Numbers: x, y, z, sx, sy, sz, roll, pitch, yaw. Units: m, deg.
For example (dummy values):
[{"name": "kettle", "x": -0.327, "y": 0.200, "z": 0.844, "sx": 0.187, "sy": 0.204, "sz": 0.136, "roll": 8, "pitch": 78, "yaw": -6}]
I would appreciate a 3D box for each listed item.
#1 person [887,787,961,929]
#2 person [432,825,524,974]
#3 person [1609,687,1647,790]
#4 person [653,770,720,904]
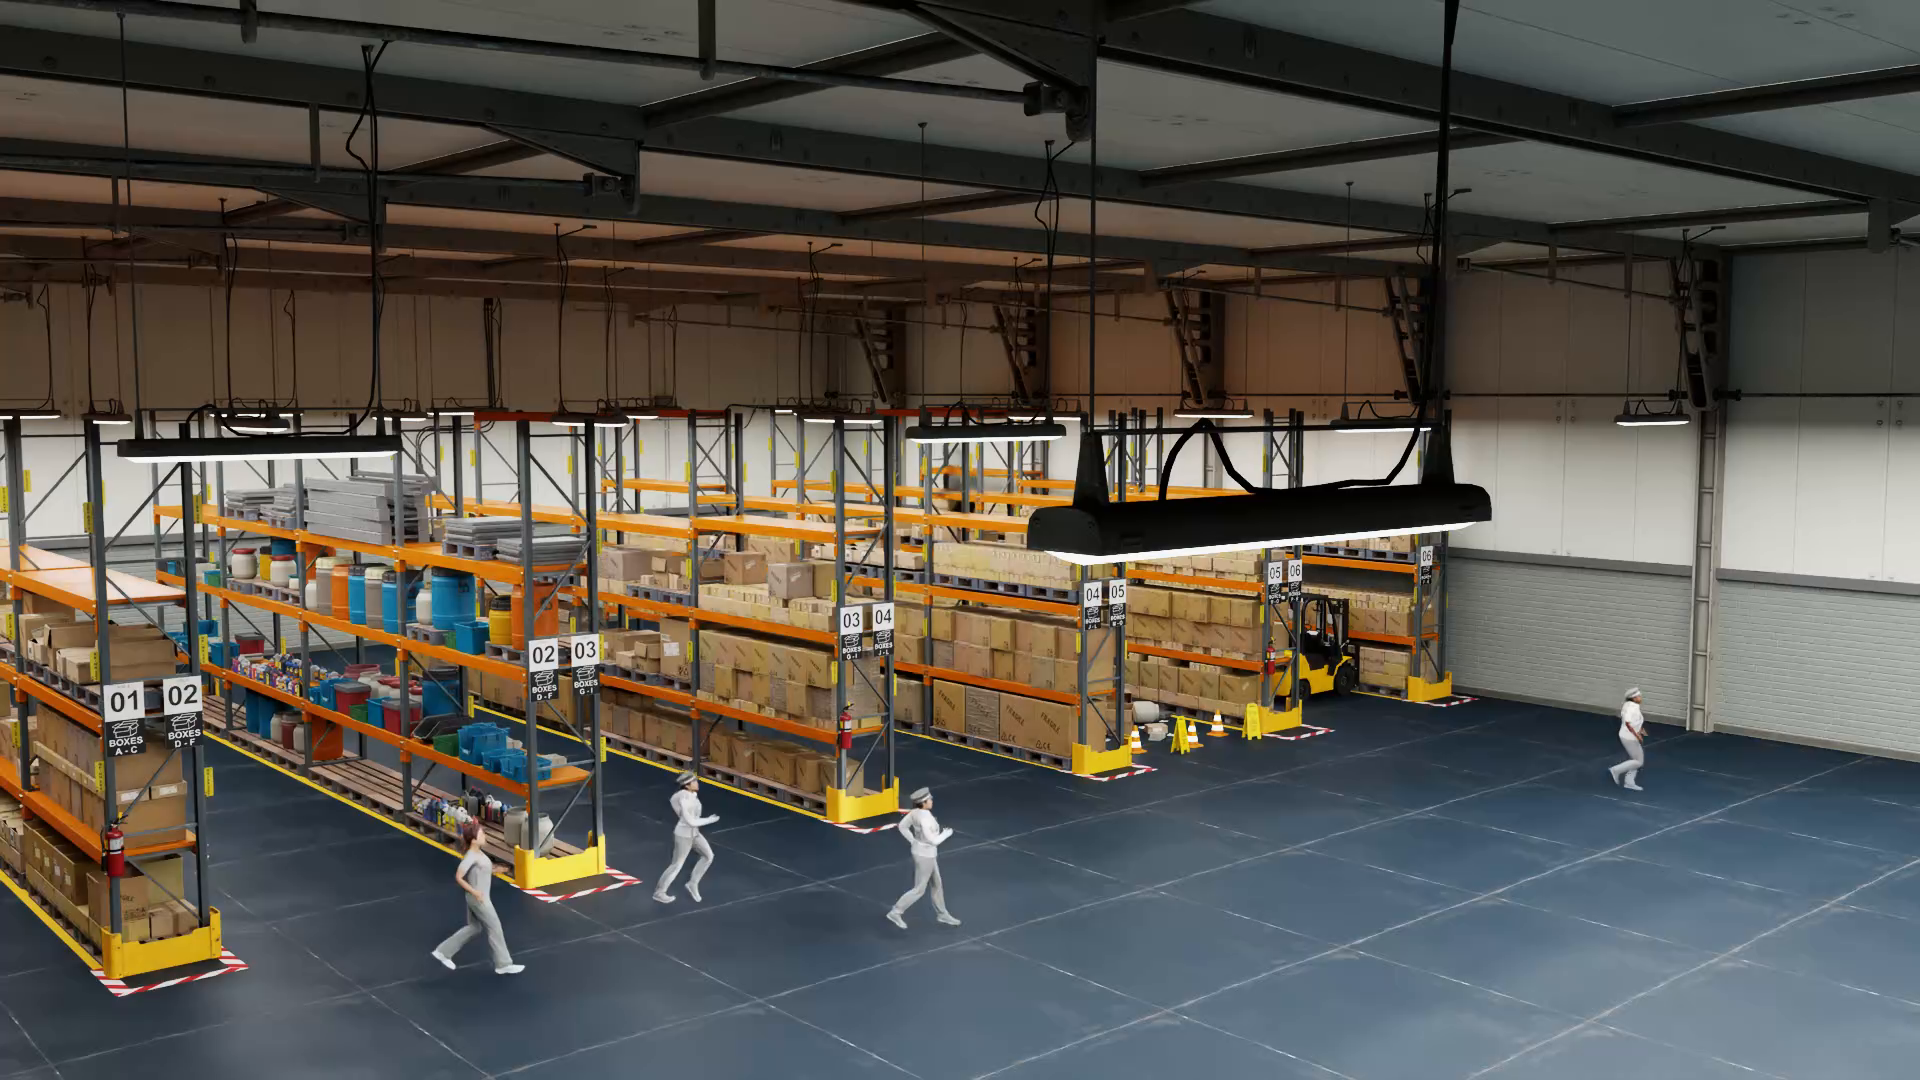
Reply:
[{"name": "person", "x": -0.430, "y": 3.743, "z": 19.575, "sx": 0.924, "sy": 1.696, "sz": 0.604, "roll": -1, "pitch": 5, "yaw": -14}, {"name": "person", "x": -5.235, "y": 3.896, "z": 18.014, "sx": 0.965, "sy": 1.647, "sz": 0.569, "roll": -1, "pitch": 5, "yaw": -15}, {"name": "person", "x": 10.716, "y": 3.172, "z": 26.657, "sx": 0.605, "sy": 1.676, "sz": 0.570, "roll": 1, "pitch": 5, "yaw": 10}, {"name": "person", "x": -3.387, "y": 3.674, "z": 20.620, "sx": 0.835, "sy": 1.692, "sz": 0.619, "roll": 0, "pitch": 5, "yaw": -1}]
